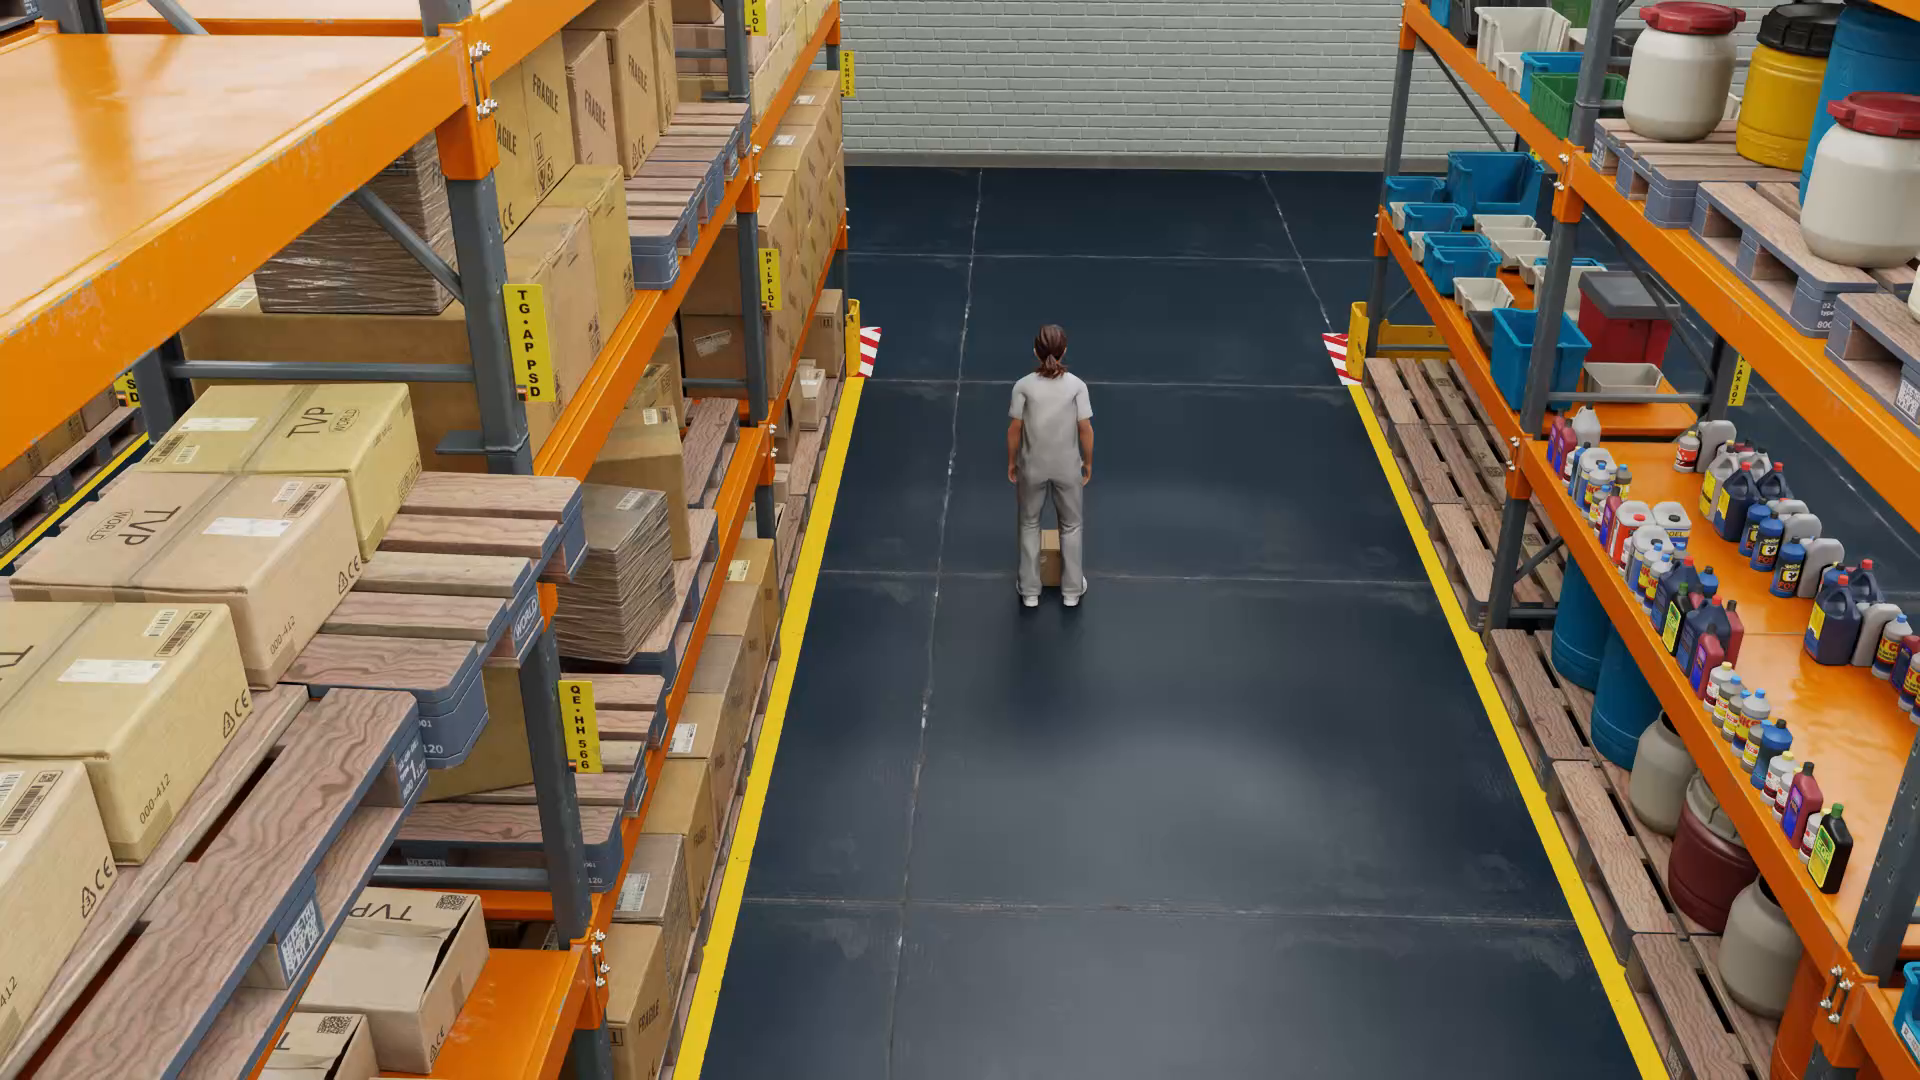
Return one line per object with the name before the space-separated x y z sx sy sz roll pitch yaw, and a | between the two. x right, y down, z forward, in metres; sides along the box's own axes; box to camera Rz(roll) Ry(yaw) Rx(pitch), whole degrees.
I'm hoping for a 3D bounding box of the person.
person | 0.505 -0.397 9.388 0.486 1.652 0.357 1 28 2
